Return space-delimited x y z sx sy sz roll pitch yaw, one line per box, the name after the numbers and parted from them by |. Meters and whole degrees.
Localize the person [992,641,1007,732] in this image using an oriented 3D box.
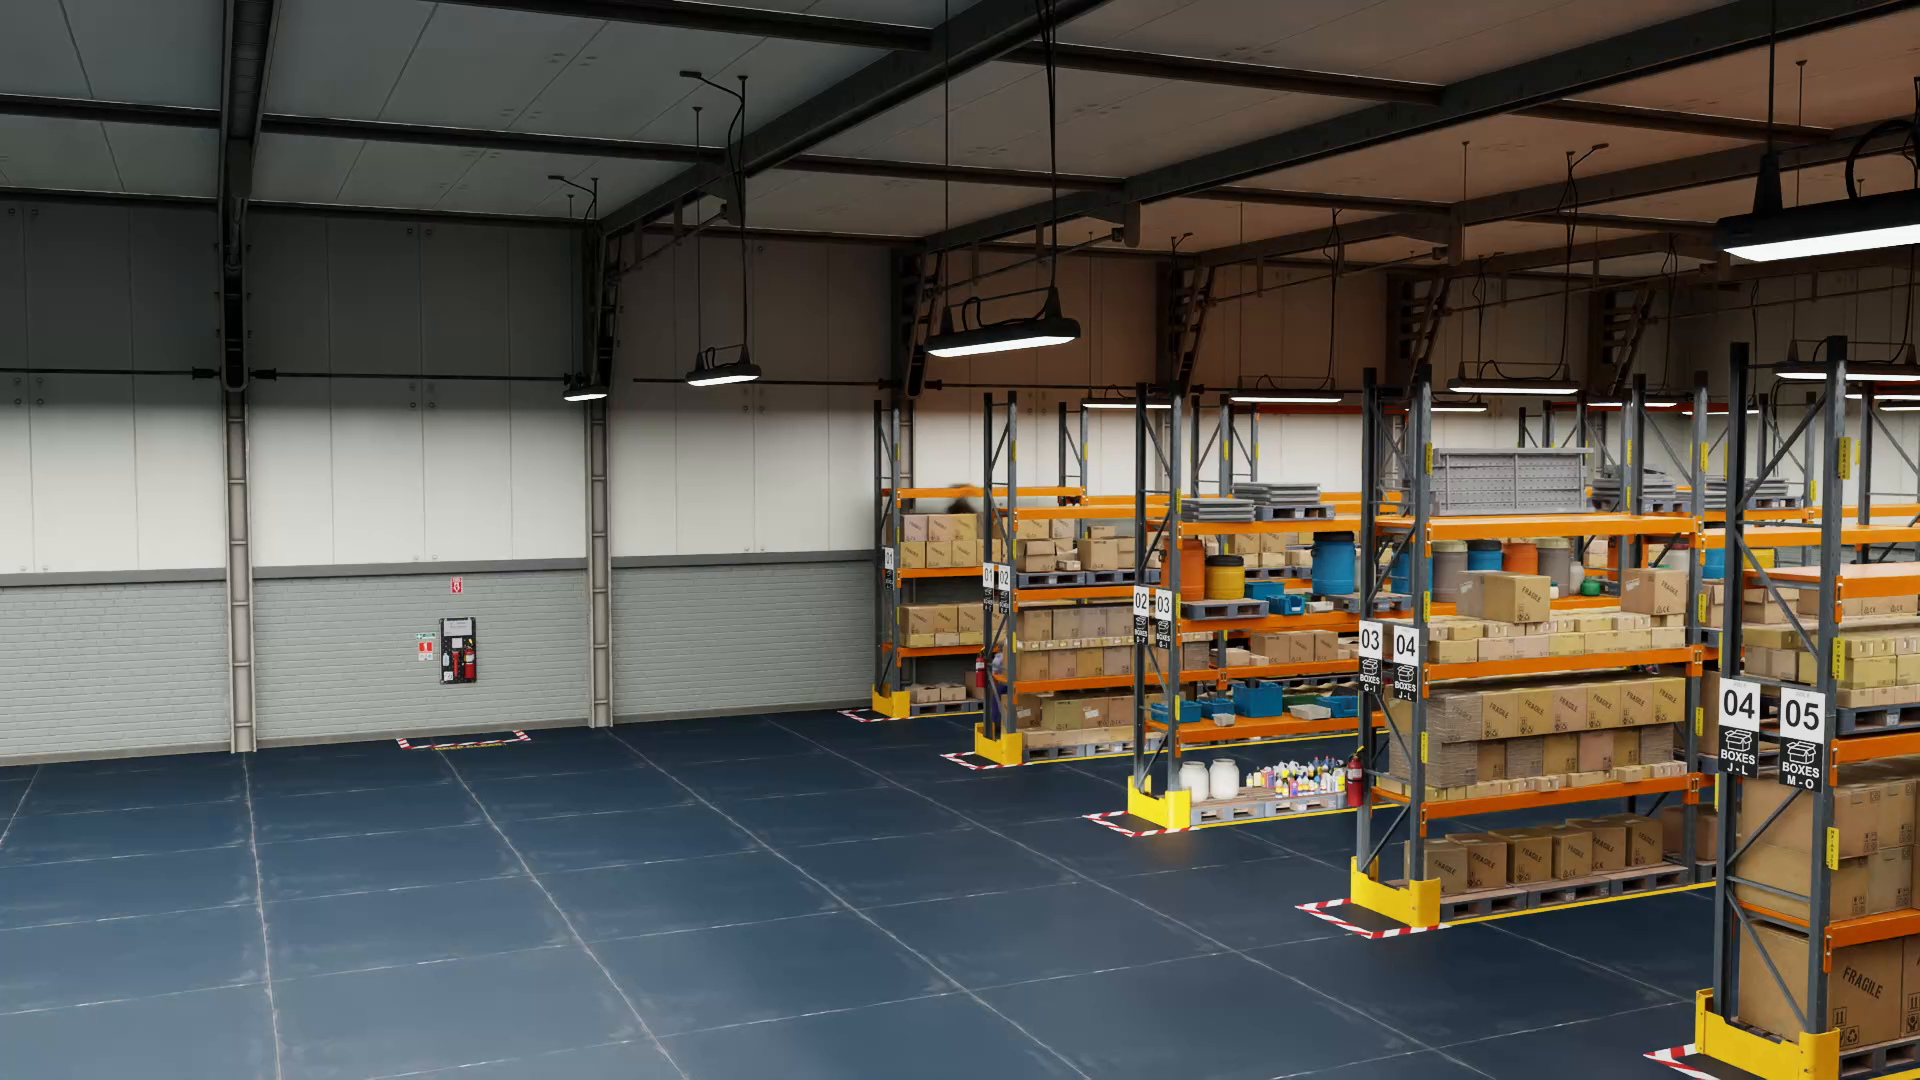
0.631 2.628 29.712 0.513 1.660 0.491 1 4 23 | person
